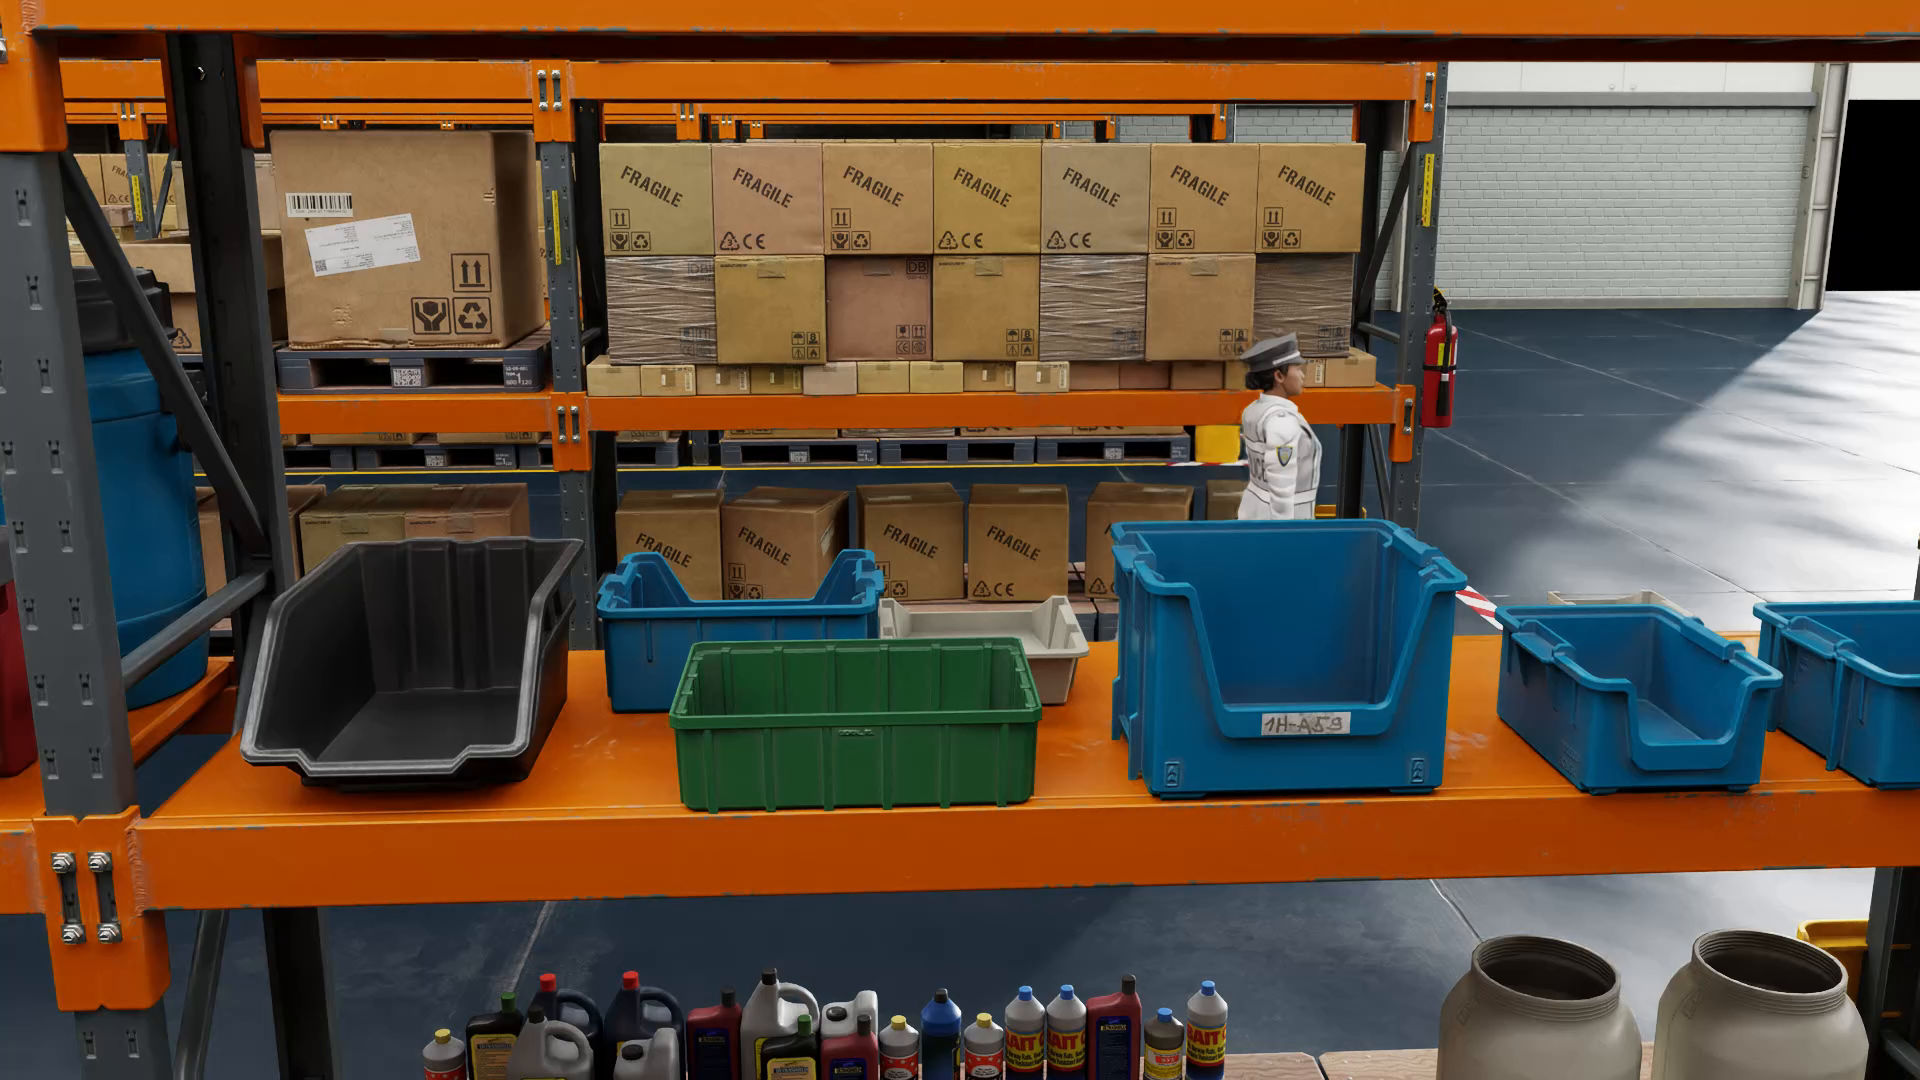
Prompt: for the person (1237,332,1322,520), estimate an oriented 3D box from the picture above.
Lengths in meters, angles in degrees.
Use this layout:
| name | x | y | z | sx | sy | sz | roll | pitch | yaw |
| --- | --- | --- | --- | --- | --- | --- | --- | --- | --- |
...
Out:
| name | x | y | z | sx | sy | sz | roll | pitch | yaw |
| --- | --- | --- | --- | --- | --- | --- | --- | --- | --- |
| person | 1.328 | -0.026 | 6.942 | 0.448 | 1.682 | 0.486 | -2 | 14 | -9 |
